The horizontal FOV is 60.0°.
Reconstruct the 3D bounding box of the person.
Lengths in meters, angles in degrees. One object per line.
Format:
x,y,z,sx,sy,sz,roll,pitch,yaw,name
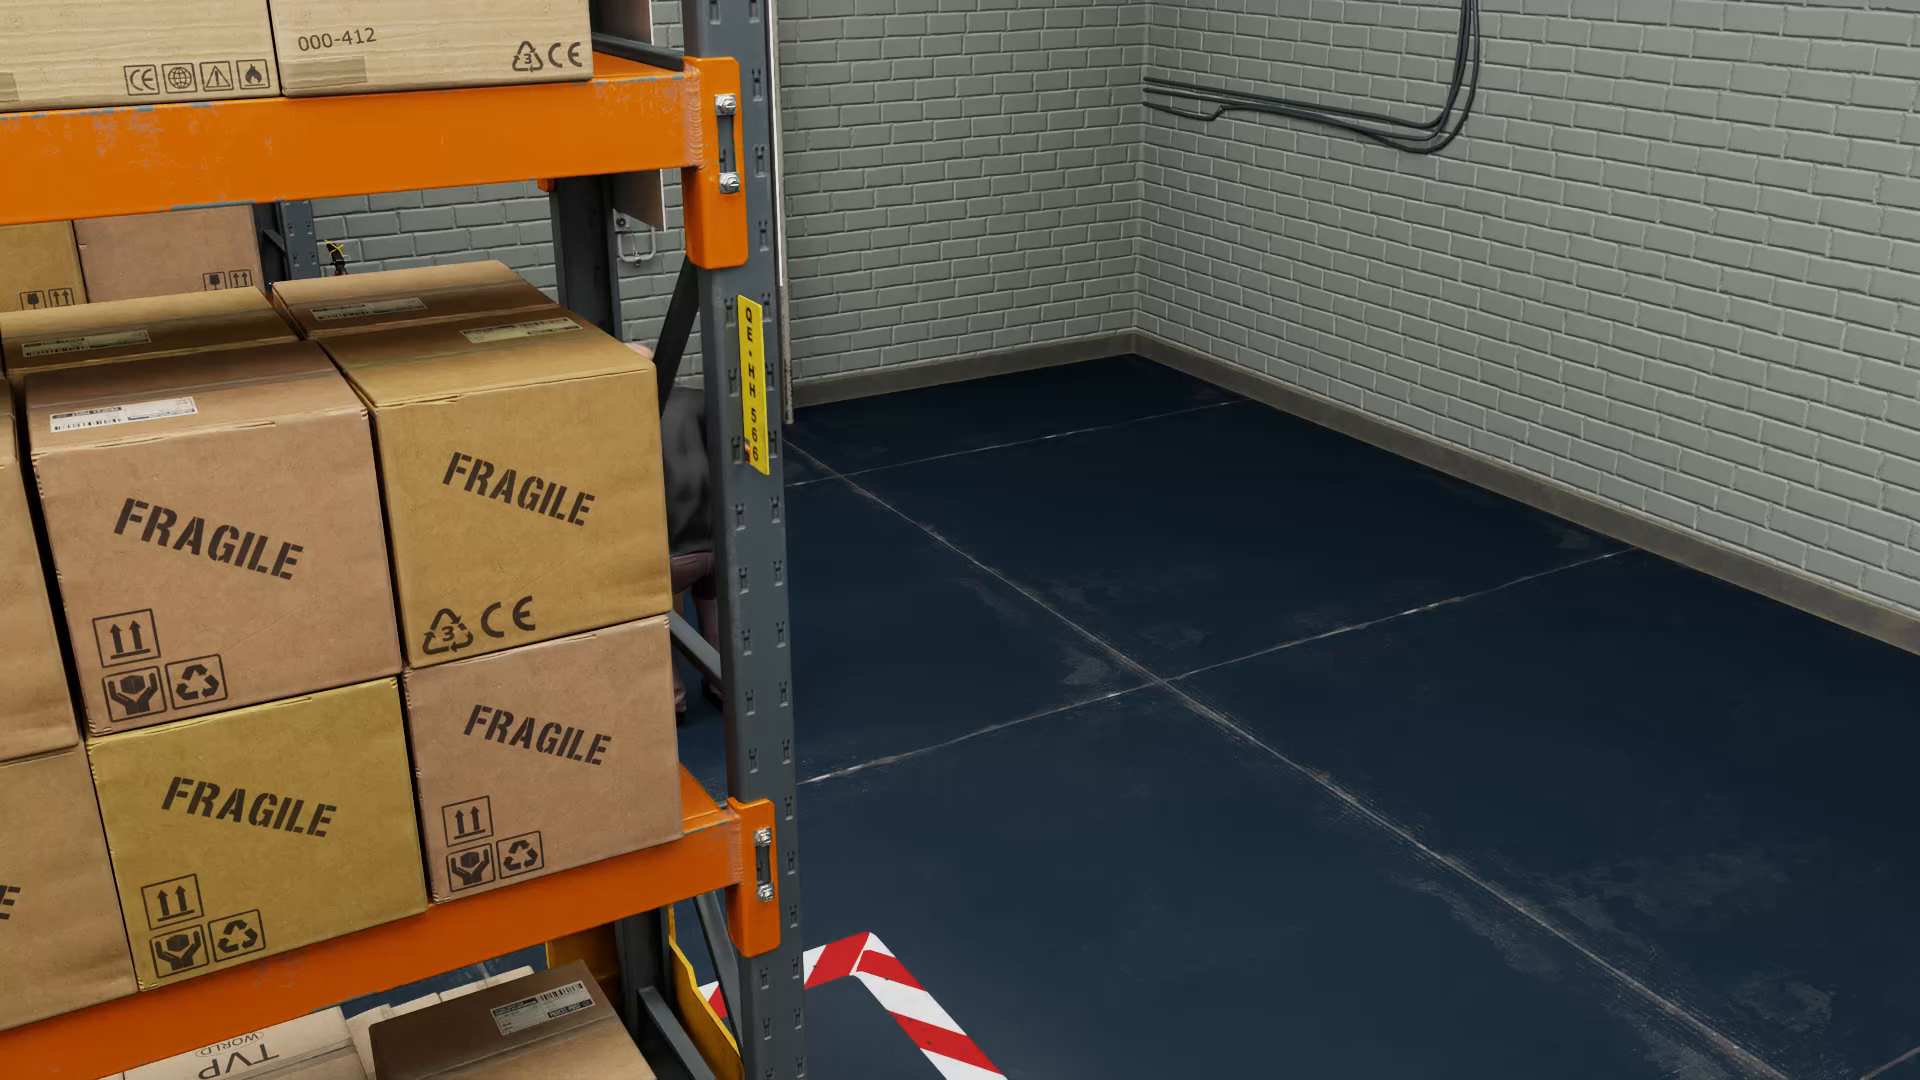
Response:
-1.138,-0.004,6.494,0.590,1.462,0.669,-12,25,-28,person
